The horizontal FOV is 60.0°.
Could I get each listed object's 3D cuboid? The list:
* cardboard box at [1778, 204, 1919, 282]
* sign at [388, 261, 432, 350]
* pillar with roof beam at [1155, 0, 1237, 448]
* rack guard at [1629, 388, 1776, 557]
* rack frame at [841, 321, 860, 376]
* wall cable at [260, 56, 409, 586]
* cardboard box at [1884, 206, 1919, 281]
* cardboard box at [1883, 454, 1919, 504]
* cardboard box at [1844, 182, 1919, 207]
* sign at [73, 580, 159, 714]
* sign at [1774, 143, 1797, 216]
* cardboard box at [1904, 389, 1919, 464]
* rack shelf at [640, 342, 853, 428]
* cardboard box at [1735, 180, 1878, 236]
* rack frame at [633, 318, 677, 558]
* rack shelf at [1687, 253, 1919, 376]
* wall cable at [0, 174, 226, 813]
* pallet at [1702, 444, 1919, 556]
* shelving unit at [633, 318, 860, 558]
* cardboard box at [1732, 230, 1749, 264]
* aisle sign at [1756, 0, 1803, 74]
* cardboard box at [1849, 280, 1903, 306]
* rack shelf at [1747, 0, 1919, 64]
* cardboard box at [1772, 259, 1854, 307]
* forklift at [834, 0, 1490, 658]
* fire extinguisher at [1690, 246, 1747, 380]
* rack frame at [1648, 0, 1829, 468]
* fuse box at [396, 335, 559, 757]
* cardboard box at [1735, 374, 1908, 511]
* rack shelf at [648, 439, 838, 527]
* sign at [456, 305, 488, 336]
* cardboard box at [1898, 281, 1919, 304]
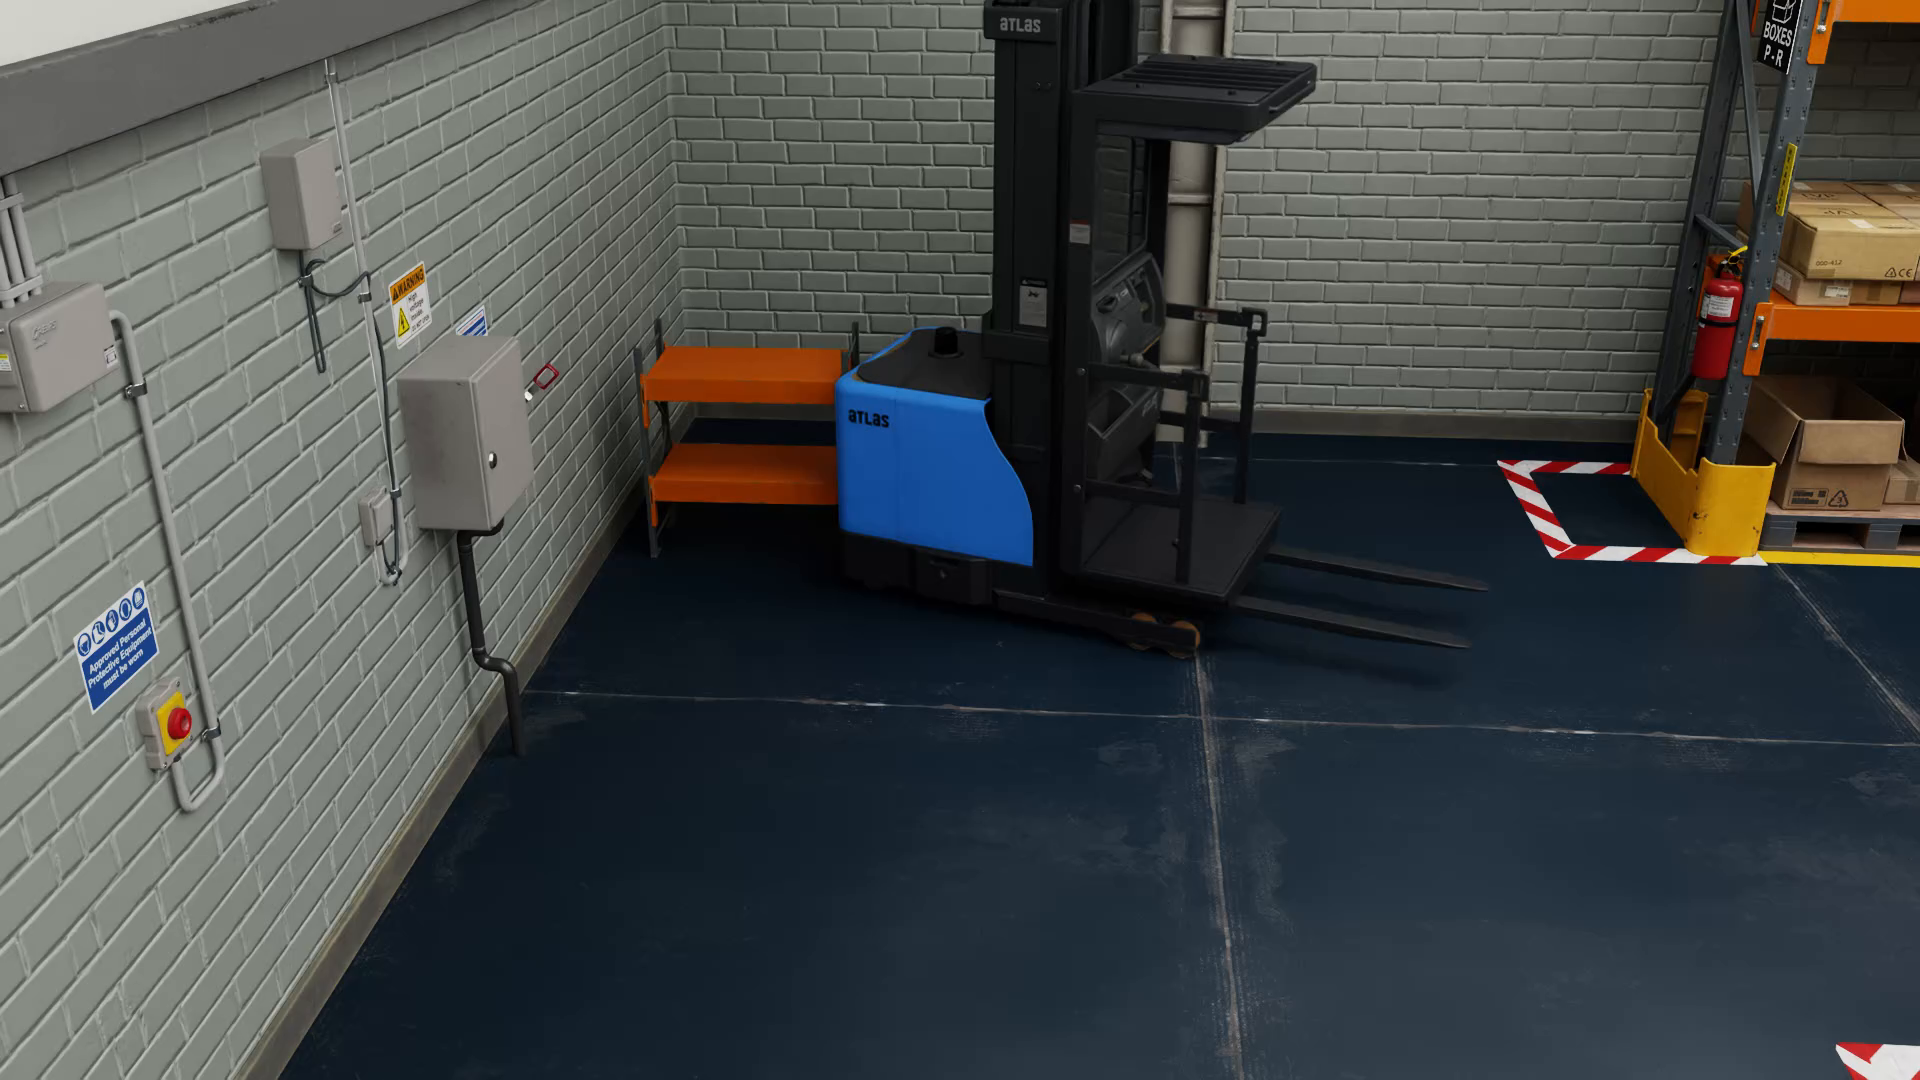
[{"bbox_3d":[4.345,-1.463,8.165,0.500,0.250,0.500,2,25,4],"label":"cardboard box"},{"bbox_3d":[-1.992,-0.855,6.031,0.001,0.242,0.339,2,25,4],"label":"sign"},{"bbox_3d":[0.964,-2.916,4.322,0.400,9.000,9.100,2,25,4],"label":"pillar with roof beam"},{"bbox_3d":[3.989,-0.385,8.989,0.348,0.500,1.175,2,25,4],"label":"rack guard"},{"bbox_3d":[-0.546,-0.500,8.491,0.032,1.125,0.500,1,25,3],"label":"rack frame"},{"bbox_3d":[-1.990,-0.678,5.420,0.122,1.984,0.588,2,25,4],"label":"wall cable"},{"bbox_3d":[4.847,-1.447,8.131,0.500,0.250,0.500,2,25,5],"label":"cardboard box"},{"bbox_3d":[4.936,-0.330,8.787,0.250,0.149,0.380,1,25,2],"label":"cardboard box"},{"bbox_3d":[4.906,-1.669,8.613,0.500,0.250,0.500,2,25,4],"label":"cardboard box"},{"bbox_3d":[-2.152,0.270,4.251,0.001,0.218,0.327,2,25,4],"label":"sign"},{"bbox_3d":[3.871,-1.690,7.799,0.005,0.325,0.100,2,25,4],"label":"sign"},{"bbox_3d":[5.365,-0.476,8.684,0.500,0.500,0.700,3,25,6],"label":"cardboard box"},{"bbox_3d":[-1.053,-0.778,8.394,1.000,0.278,0.538,1,25,3],"label":"rack shelf"},{"bbox_3d":[4.392,-1.686,8.649,0.500,0.250,0.500,3,25,6],"label":"cardboard box"},{"bbox_3d":[-1.561,-0.523,8.542,0.032,1.125,0.500,1,25,3],"label":"rack frame"},{"bbox_3d":[5.907,-1.132,8.483,4.000,0.370,1.077,2,25,4],"label":"rack shelf"},{"bbox_3d":[-2.087,-0.101,4.128,0.123,1.953,0.585,2,25,4],"label":"wall cable"},{"bbox_3d":[4.784,-0.229,8.995,1.213,0.211,1.003,2,25,4],"label":"pallet"},{"bbox_3d":[-1.053,-0.512,8.516,1.048,1.125,0.538,1,25,3],"label":"shelving unit"},{"bbox_3d":[4.264,-1.510,8.744,0.250,0.149,0.380,2,25,3],"label":"cardboard box"},{"bbox_3d":[3.822,-2.584,7.667,0.004,0.787,0.394,2,25,4],"label":"aisle sign"},{"bbox_3d":[4.477,-1.295,8.277,0.250,0.149,0.380,2,25,5],"label":"cardboard box"},{"bbox_3d":[5.907,-2.495,7.856,4.000,0.370,1.077,2,25,4],"label":"rack shelf"},{"bbox_3d":[4.220,-1.284,8.253,0.250,0.149,0.380,2,25,4],"label":"cardboard box"},{"bbox_3d":[0.954,-1.045,7.515,3.031,2.935,1.130,10,27,21],"label":"forklift"},{"bbox_3d":[3.731,-1.131,8.158,0.183,0.674,0.296,2,25,4],"label":"fire extinguisher"},{"bbox_3d":[3.913,-1.523,8.472,0.127,3.000,1.000,2,25,4],"label":"rack frame"},{"bbox_3d":[-1.781,0.089,6.509,0.414,1.711,0.539,2,25,4],"label":"fuse box"},{"bbox_3d":[4.515,-0.521,8.778,0.637,0.503,0.797,1,25,2],"label":"cardboard box"},{"bbox_3d":[-1.053,-0.290,8.619,1.000,0.278,0.538,1,25,3],"label":"rack shelf"},{"bbox_3d":[-1.950,-0.665,6.721,0.001,0.494,0.329,2,25,4],"label":"sign"},{"bbox_3d":[4.741,-1.301,8.290,0.250,0.149,0.380,2,25,3],"label":"cardboard box"}]
